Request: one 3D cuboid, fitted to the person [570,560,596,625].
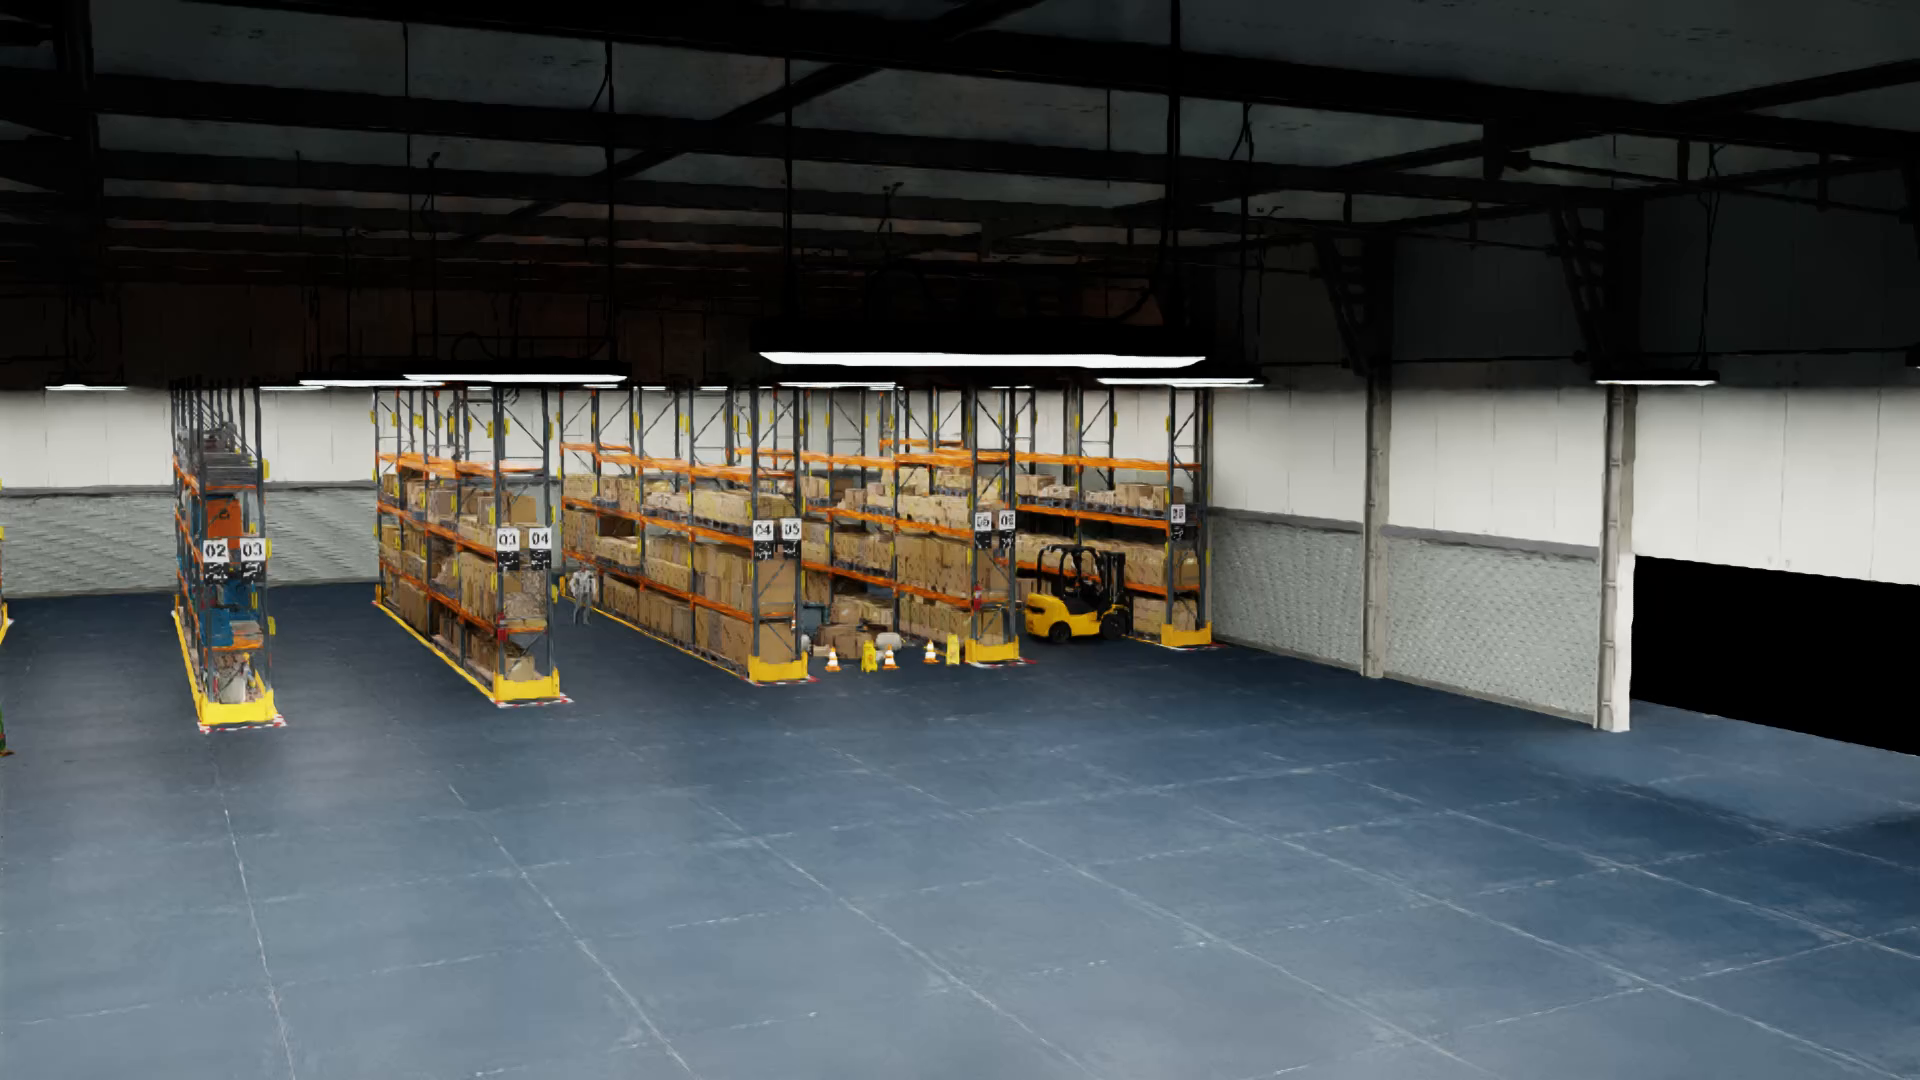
[{"bbox_3d":[-9.258,1.288,40.828,0.639,1.632,0.506,-3,6,-29],"label":"person"}]

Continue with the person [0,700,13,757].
[{"bbox_3d":[-15.340,2.540,26.128,0.965,1.742,0.597,4,7,41],"label":"person"}]
